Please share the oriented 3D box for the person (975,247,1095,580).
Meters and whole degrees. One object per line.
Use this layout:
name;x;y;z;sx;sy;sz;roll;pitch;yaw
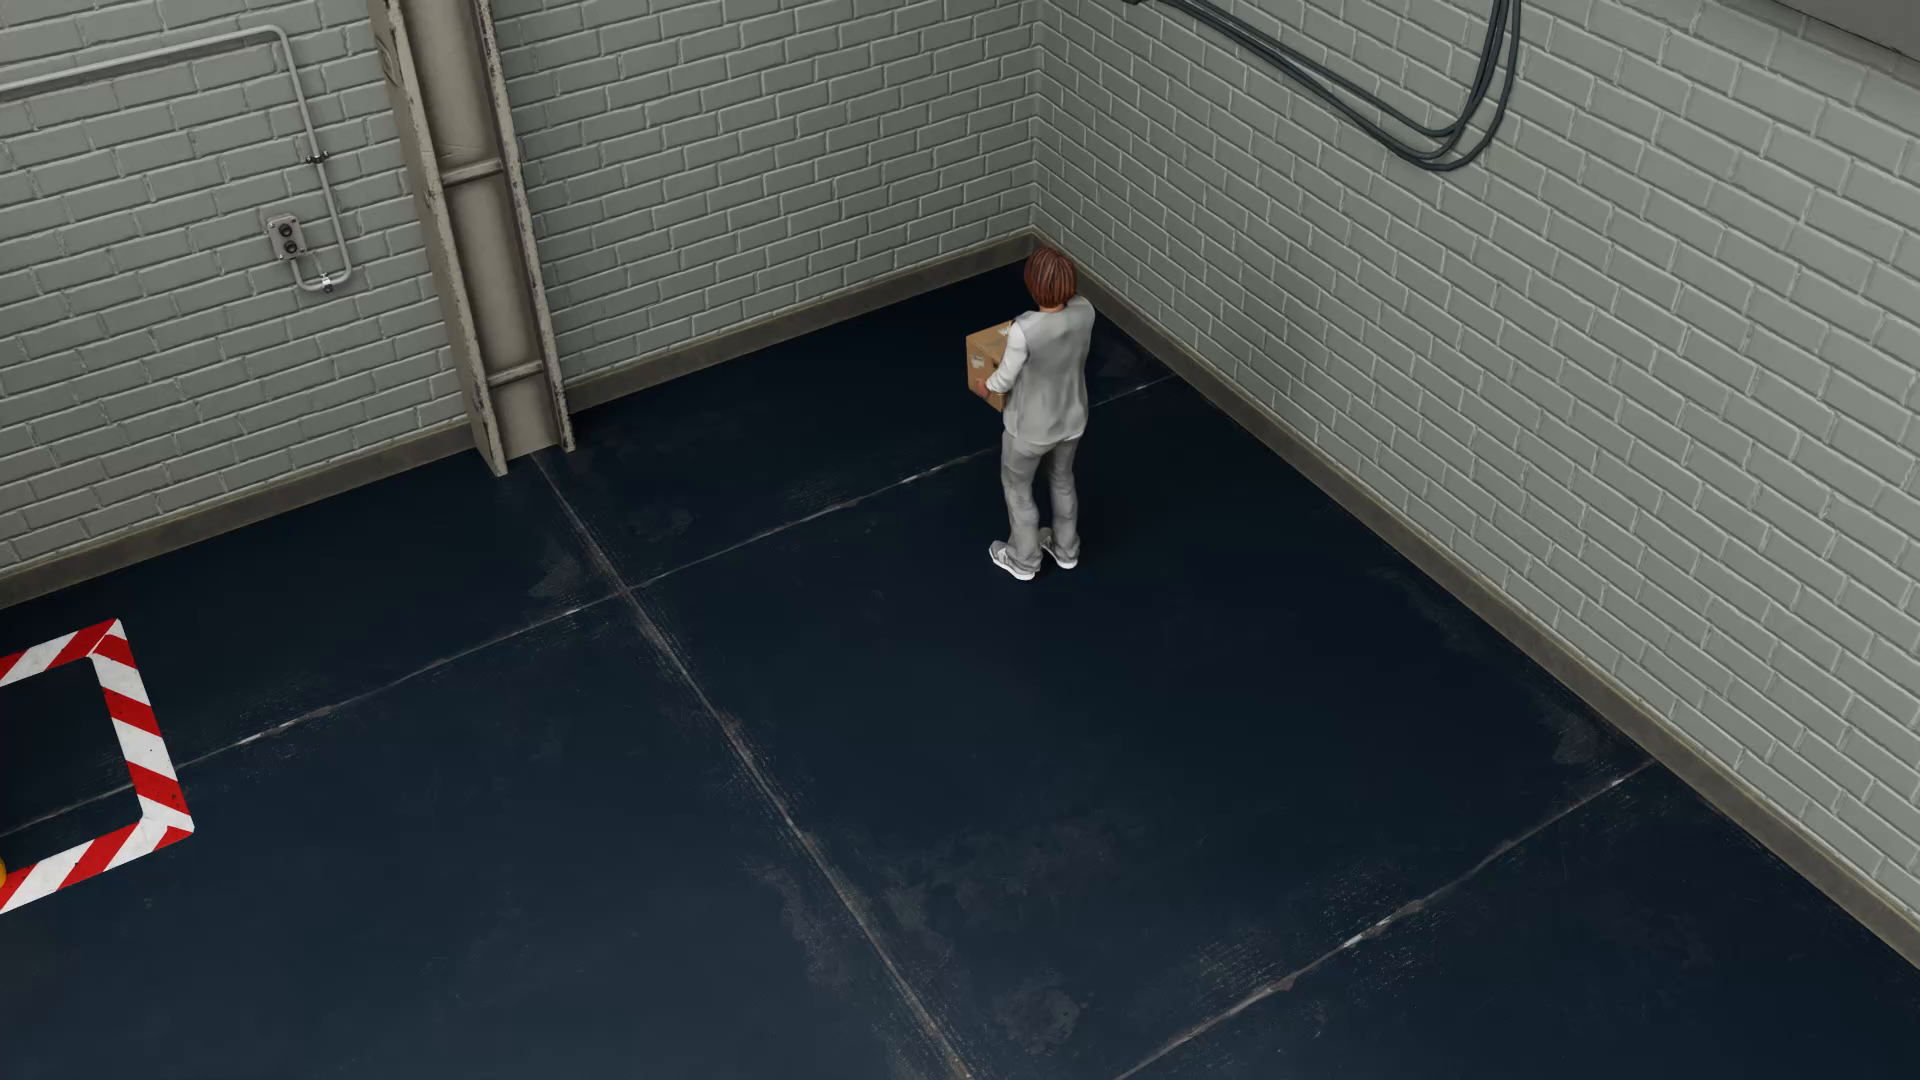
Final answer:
person;0.297;-0.522;6.753;0.438;1.602;0.470;-23;46;-24
